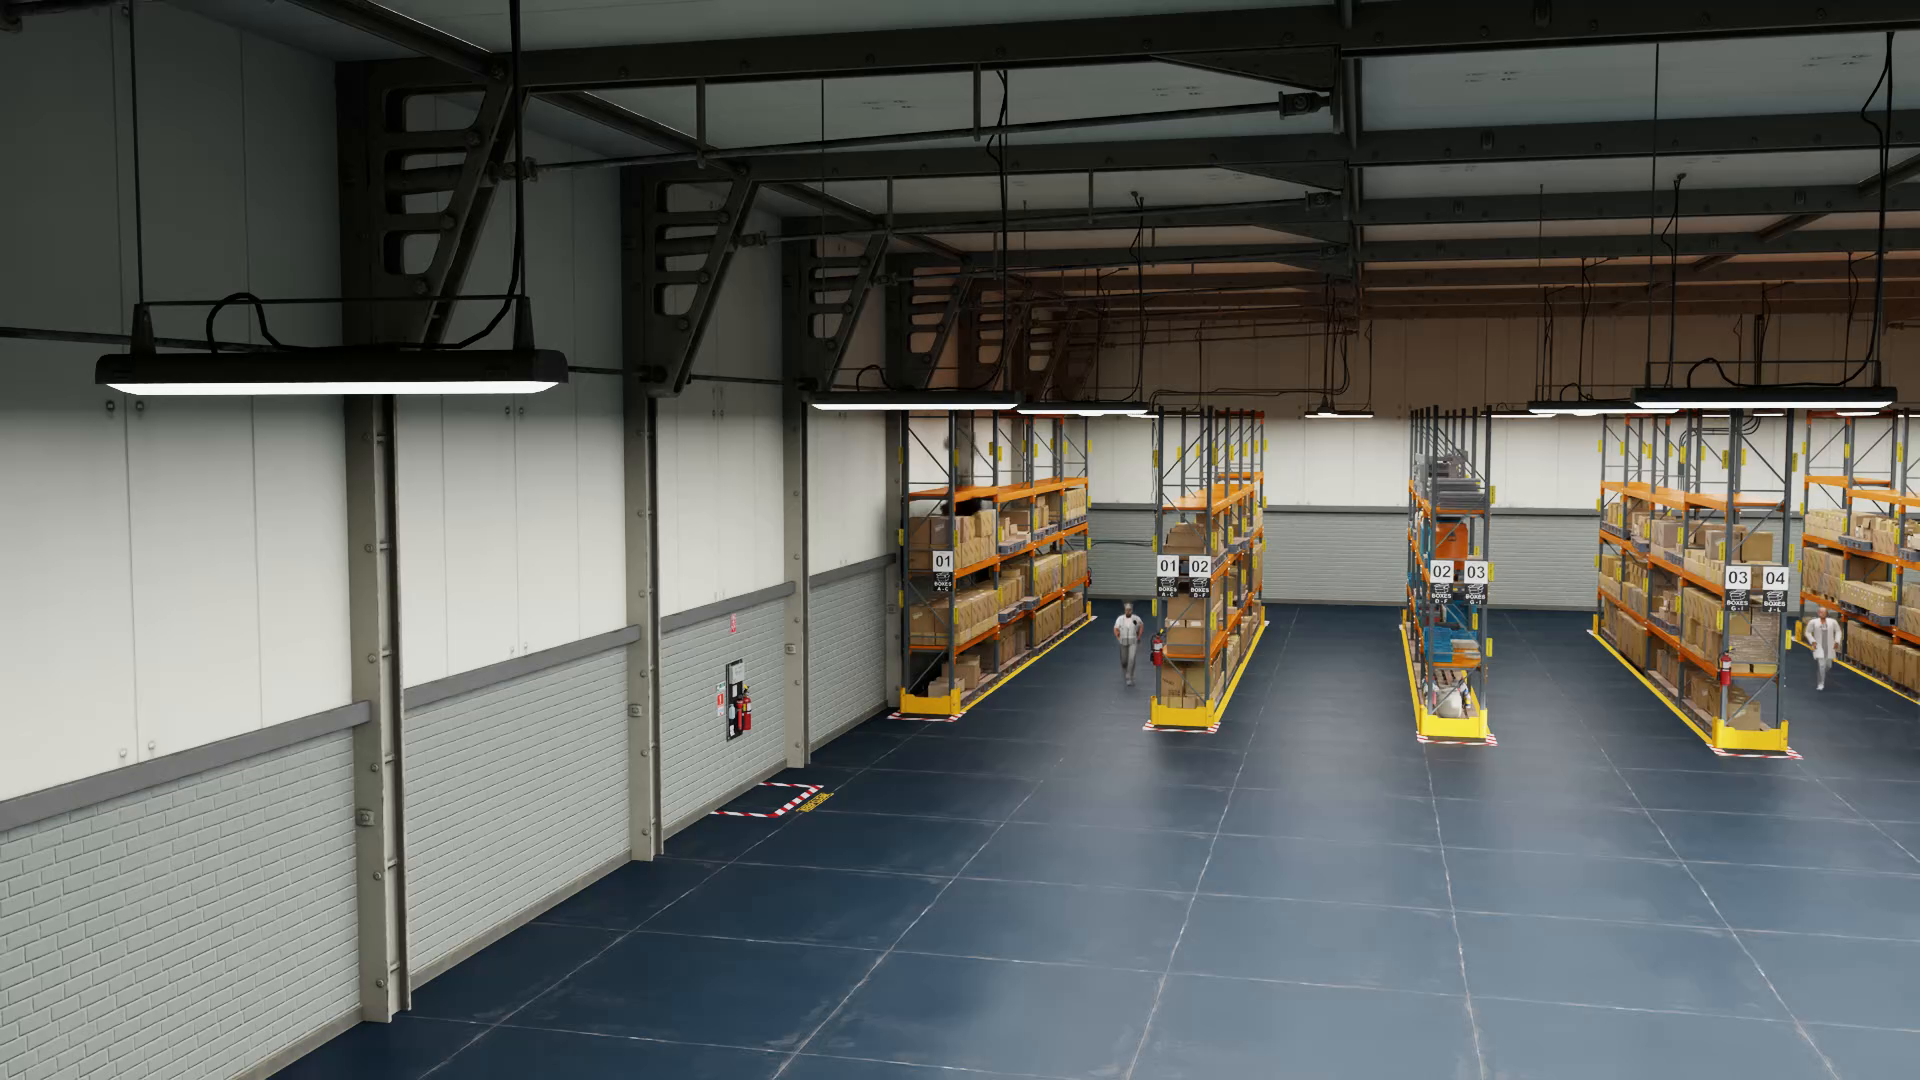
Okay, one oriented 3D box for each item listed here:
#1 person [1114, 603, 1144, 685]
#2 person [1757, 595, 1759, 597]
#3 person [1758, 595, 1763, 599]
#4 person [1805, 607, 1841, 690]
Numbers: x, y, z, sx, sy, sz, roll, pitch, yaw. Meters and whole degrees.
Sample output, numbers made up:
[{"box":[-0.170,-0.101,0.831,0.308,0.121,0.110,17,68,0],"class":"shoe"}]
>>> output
[{"box":[3.694,2.239,36.404,0.651,1.760,0.893,1,4,8],"class":"person"},{"box":[21.259,1.791,44.173,0.479,1.525,0.654,-2,4,-22],"class":"person"},{"box":[20.005,1.912,41.119,0.659,1.730,0.638,2,4,20],"class":"person"},{"box":[18.474,2.309,35.621,0.711,1.763,0.717,1,4,19],"class":"person"}]
